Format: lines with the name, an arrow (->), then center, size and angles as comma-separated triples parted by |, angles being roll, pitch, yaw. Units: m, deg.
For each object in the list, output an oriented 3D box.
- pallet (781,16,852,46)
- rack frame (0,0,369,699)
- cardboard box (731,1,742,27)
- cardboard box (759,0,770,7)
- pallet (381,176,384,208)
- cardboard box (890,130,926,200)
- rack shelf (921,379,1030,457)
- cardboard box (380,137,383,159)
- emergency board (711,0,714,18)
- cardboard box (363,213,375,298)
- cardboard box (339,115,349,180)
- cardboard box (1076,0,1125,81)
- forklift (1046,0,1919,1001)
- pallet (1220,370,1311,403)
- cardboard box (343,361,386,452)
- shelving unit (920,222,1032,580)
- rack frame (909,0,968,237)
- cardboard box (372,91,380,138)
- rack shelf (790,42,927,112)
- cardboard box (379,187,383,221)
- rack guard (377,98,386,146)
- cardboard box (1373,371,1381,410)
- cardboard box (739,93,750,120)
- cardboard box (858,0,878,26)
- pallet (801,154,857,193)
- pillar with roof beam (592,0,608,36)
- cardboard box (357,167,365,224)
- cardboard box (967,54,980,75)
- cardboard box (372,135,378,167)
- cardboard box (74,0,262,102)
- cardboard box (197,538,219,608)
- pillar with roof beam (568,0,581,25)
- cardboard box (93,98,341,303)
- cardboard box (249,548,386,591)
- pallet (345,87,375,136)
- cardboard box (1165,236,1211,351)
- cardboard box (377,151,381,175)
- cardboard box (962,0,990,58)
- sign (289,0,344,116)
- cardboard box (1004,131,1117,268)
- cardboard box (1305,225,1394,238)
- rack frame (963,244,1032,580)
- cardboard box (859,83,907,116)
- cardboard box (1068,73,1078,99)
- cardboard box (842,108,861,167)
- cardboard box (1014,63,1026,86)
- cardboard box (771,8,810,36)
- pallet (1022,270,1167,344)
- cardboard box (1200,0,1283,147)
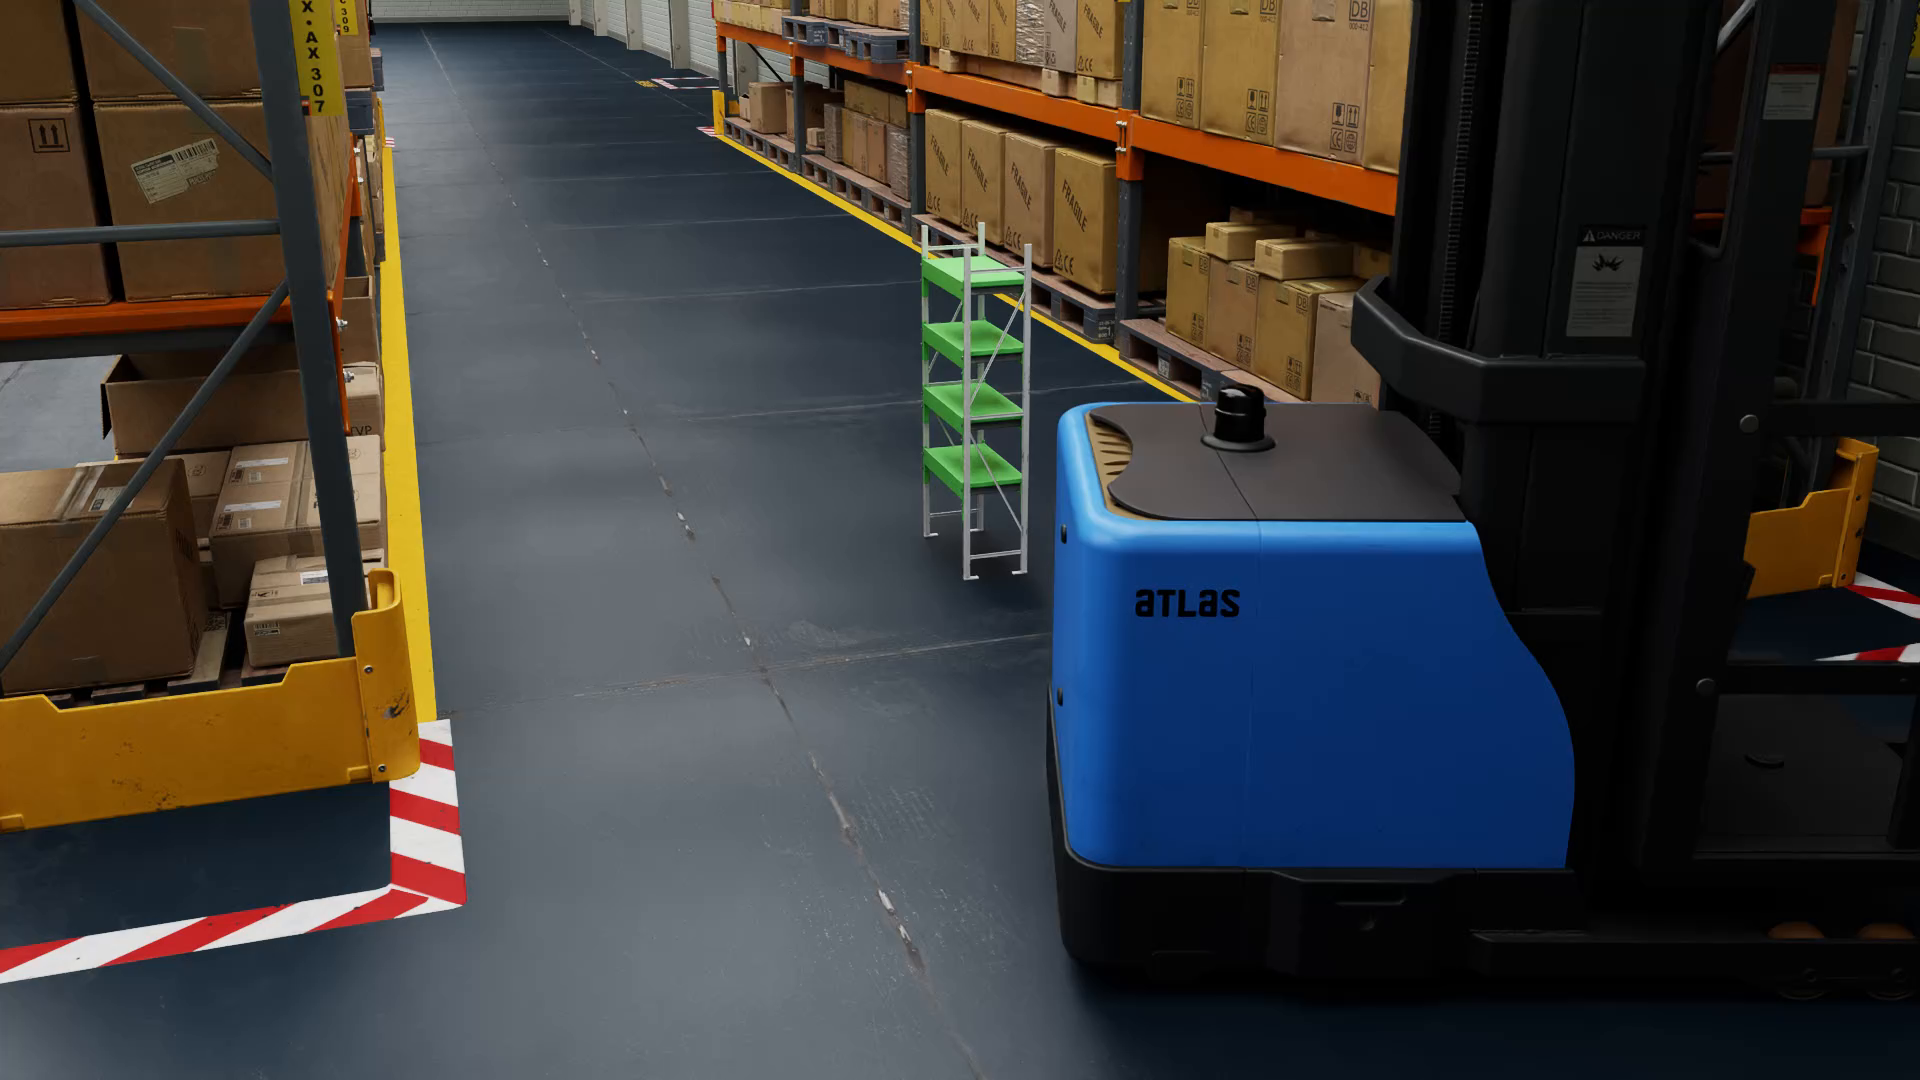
pallet -> -1.045, -4.754, 15.498 | 1.003, 0.211, 1.213 | -6, 21, -17
rack frame -> -2.077, -0.727, 4.002 | 1.000, 3.000, 0.127 | -6, 21, -17
cardboard box -> -2.221, -5.808, 18.341 | 0.500, 0.250, 0.500 | -7, 21, -18
cardboard box -> -1.751, -5.675, 16.862 | 0.500, 0.500, 0.500 | -7, 21, -18
pallet -> -5.580, -3.033, 14.548 | 1.003, 0.211, 1.213 | -6, 21, -17
cardboard box -> -0.165, -3.077, 13.594 | 0.700, 0.500, 0.500 | -6, 21, -16
rack shelf -> 0.052, -0.451, 6.087 | 0.258, 0.148, 0.480 | -6, 21, -17
cardboard box -> -5.859, -3.823, 16.069 | 0.500, 0.250, 0.500 | -6, 21, -17
emergency board -> -3.989, -8.978, 26.976 | 0.194, 1.169, 0.643 | -6, 21, -17
cardboard box -> -3.583, -1.553, 9.350 | 0.500, 0.500, 0.500 | -6, 21, -17
cardboard box -> -2.606, -1.594, 6.270 | 0.500, 0.500, 0.500 | -6, 21, -16
cardboard box -> 0.983, -2.856, 9.312 | 0.500, 0.500, 0.500 | -7, 21, -18
forklift -> 1.746, -0.557, 3.632 | 3.031, 2.935, 1.130 | 0, 20, 0
pallet -> 1.920, -0.581, 7.721 | 1.003, 0.211, 1.213 | -6, 21, -17
cardboard box -> -2.650, -0.558, 6.861 | 0.500, 0.311, 0.500 | -6, 21, -17
shelving unit -> 0.052, -0.512, 6.066 | 0.258, 1.200, 0.503 | -6, 21, -17
rack frame -> 0.110, -3.821, 12.618 | 1.000, 3.000, 0.127 | -6, 21, -17
cardboard box -> -5.697, -4.016, 15.497 | 0.500, 0.500, 0.500 | -6, 21, -17
rack shelf -> -0.518, -4.125, 14.527 | 1.077, 0.370, 4.000 | -6, 21, -17
cardboard box -> -4.636, -2.558, 12.547 | 0.500, 0.250, 0.500 | -7, 21, -19
rack guard -> -7.113, -4.692, 18.741 | 1.175, 0.500, 0.348 | -6, 21, -17
cardboard box -> 2.153, -0.650, 6.865 | 0.700, 0.500, 0.500 | -6, 21, -17
cardboard box -> -2.272, -5.099, 19.501 | 0.500, 0.311, 0.500 | -9, 22, -23
cardboard box -> -0.460, -4.623, 14.050 | 0.700, 0.500, 0.500 | -6, 21, -17
pallet -> -0.901, -3.543, 15.968 | 1.003, 0.211, 1.213 | -6, 21, -17
pillar with roof beam -> -12.993, -16.324, 38.551 | 9.100, 9.000, 0.400 | -6, 21, -17
cardboard box -> -3.569, -1.896, 9.195 | 0.500, 0.250, 0.500 | -6, 21, -17
cardboard box -> 0.264, -3.339, 11.616 | 0.380, 0.149, 0.250 | -7, 21, -18
cardboard box -> -4.970, -3.157, 13.386 | 0.500, 0.311, 0.500 | -7, 21, -18
cardboard box -> -1.966, -1.415, 4.290 | 0.500, 0.500, 0.500 | -6, 21, -16
cardboard box -> -2.523, 0.112, 5.208 | 0.380, 0.166, 0.250 | -6, 21, -17
pillar with roof beam -> -14.879, -18.249, 43.912 | 9.100, 9.000, 0.400 | -6, 21, -17
cardboard box -> -1.966, -0.944, 4.459 | 0.500, 0.500, 0.500 | -6, 21, -16
cardboard box -> -1.961, 0.149, 5.106 | 0.380, 0.166, 0.250 | -6, 21, -17
pallet -> -3.481, -2.188, 8.354 | 1.003, 0.211, 1.213 | -6, 21, -17
cardboard box -> 1.505, -1.308, 8.697 | 0.700, 0.500, 0.500 | -6, 21, -17
cardboard box -> -5.443, -3.379, 14.832 | 0.500, 0.250, 0.500 | -7, 21, -18
cardboard box -> 0.331, -3.506, 11.123 | 0.500, 0.500, 0.500 | -6, 21, -17
sign -> -1.562, -1.192, 4.016 | 0.100, 0.325, 0.005 | -6, 21, -17
cardboard box -> 0.758, -2.203, 10.672 | 0.750, 0.750, 0.750 | -6, 21, -16
cardboard box -> 1.899, -1.428, 8.071 | 0.380, 0.149, 0.250 | -7, 21, -19
rack frame -> 0.129, -0.433, 5.848 | 0.240, 1.200, 0.015 | -6, 21, -17
cardboard box -> -0.591, -3.947, 14.904 | 0.500, 0.250, 0.500 | -7, 21, -19
cardboard box -> 0.852, -2.674, 9.765 | 0.380, 0.149, 0.250 | -6, 21, -16
cardboard box -> -0.690, -3.741, 15.440 | 0.700, 0.500, 0.500 | -7, 21, -18
cardboard box -> 0.562, -3.006, 10.690 | 0.380, 0.149, 0.250 | -6, 21, -15
cardboard box -> -1.583, -5.164, 16.547 | 0.500, 0.250, 0.500 | -6, 21, -17
pallet -> 1.054, -1.465, 10.183 | 1.003, 0.211, 1.213 | -6, 21, -17
cardboard box -> 1.747, -2.268, 7.850 | 0.980, 0.700, 0.700 | -7, 21, -19
